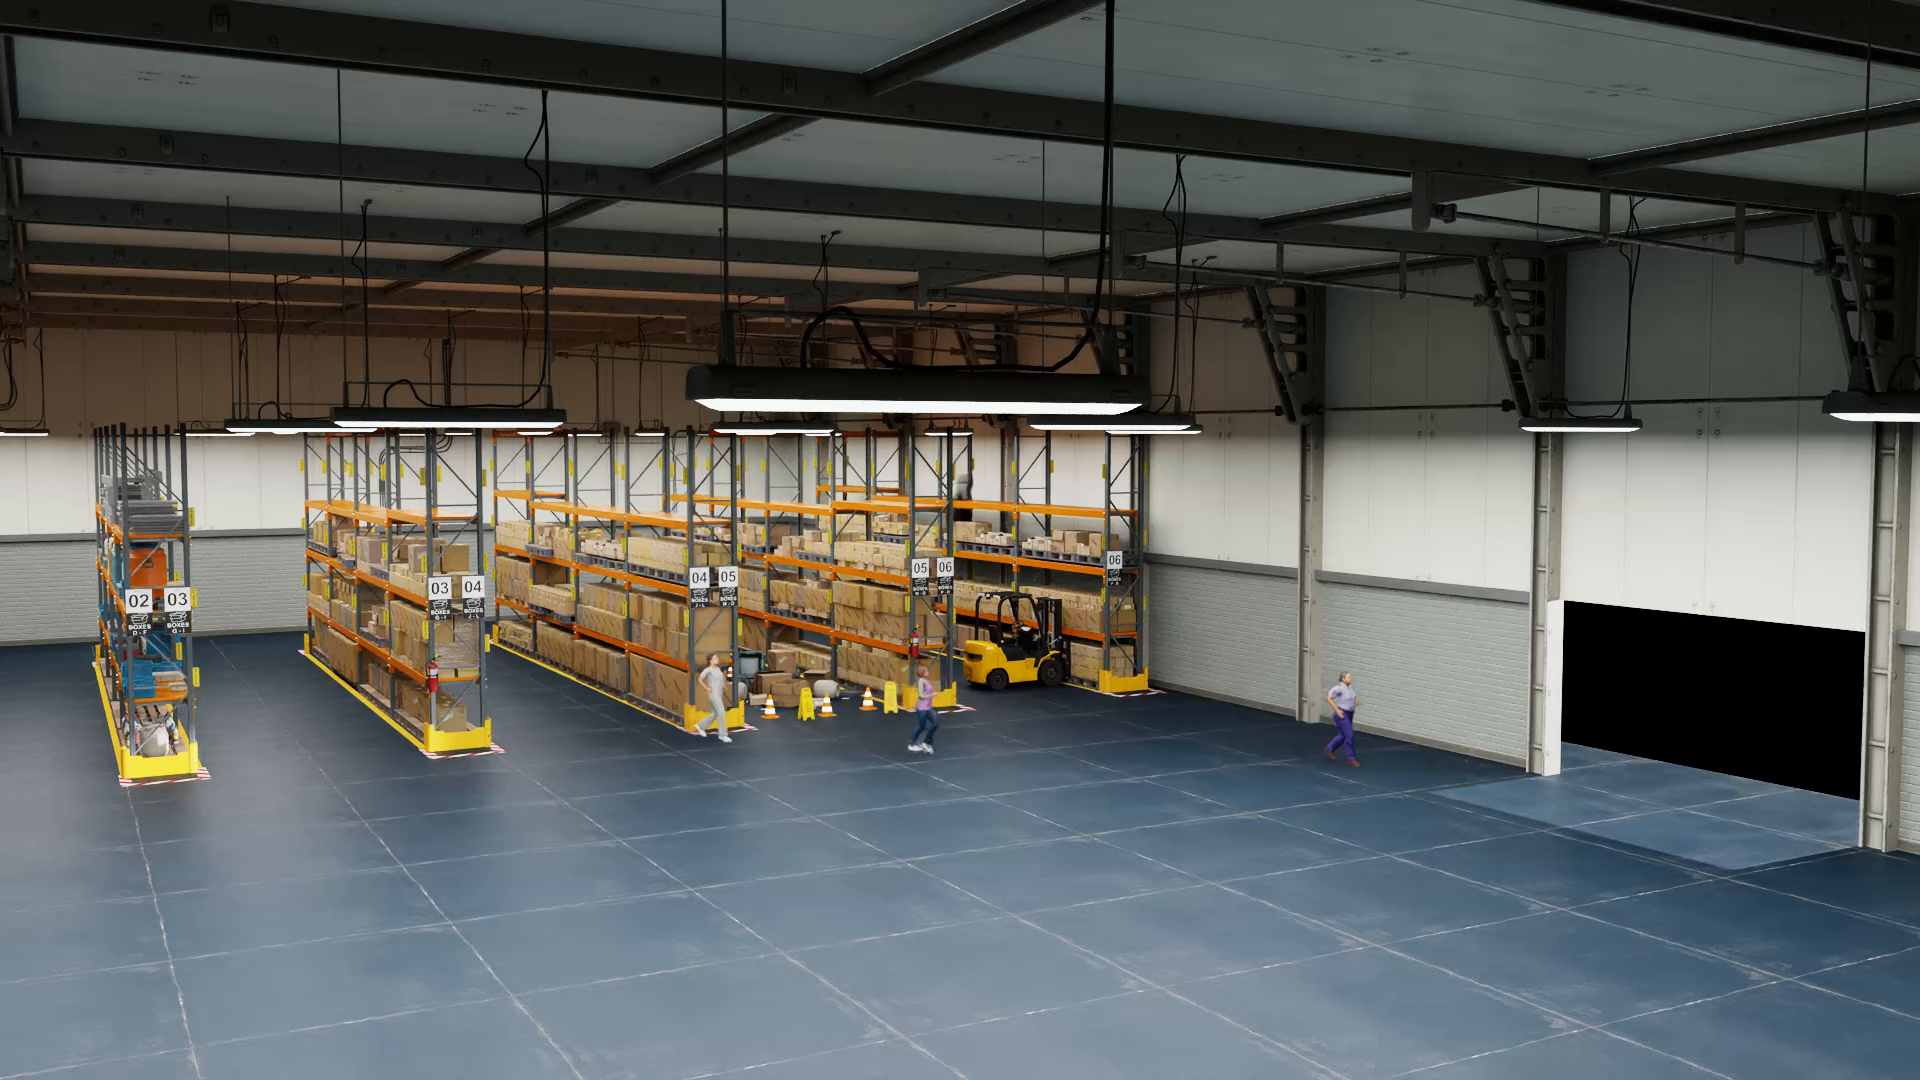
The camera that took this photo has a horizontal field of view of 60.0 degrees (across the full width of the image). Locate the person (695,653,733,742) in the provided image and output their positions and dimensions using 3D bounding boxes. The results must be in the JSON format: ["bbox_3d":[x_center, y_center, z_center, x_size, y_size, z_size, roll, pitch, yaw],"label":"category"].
[{"bbox_3d":[-4.659,2.990,31.656,0.756,1.685,0.628,1,4,16],"label":"person"}]

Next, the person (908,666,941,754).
[{"bbox_3d":[-0.638,3.094,30.236,0.650,1.625,0.513,1,4,19],"label":"person"}]

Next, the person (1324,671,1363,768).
[{"bbox_3d":[6.743,3.131,29.220,0.793,1.671,0.602,3,4,39],"label":"person"}]
